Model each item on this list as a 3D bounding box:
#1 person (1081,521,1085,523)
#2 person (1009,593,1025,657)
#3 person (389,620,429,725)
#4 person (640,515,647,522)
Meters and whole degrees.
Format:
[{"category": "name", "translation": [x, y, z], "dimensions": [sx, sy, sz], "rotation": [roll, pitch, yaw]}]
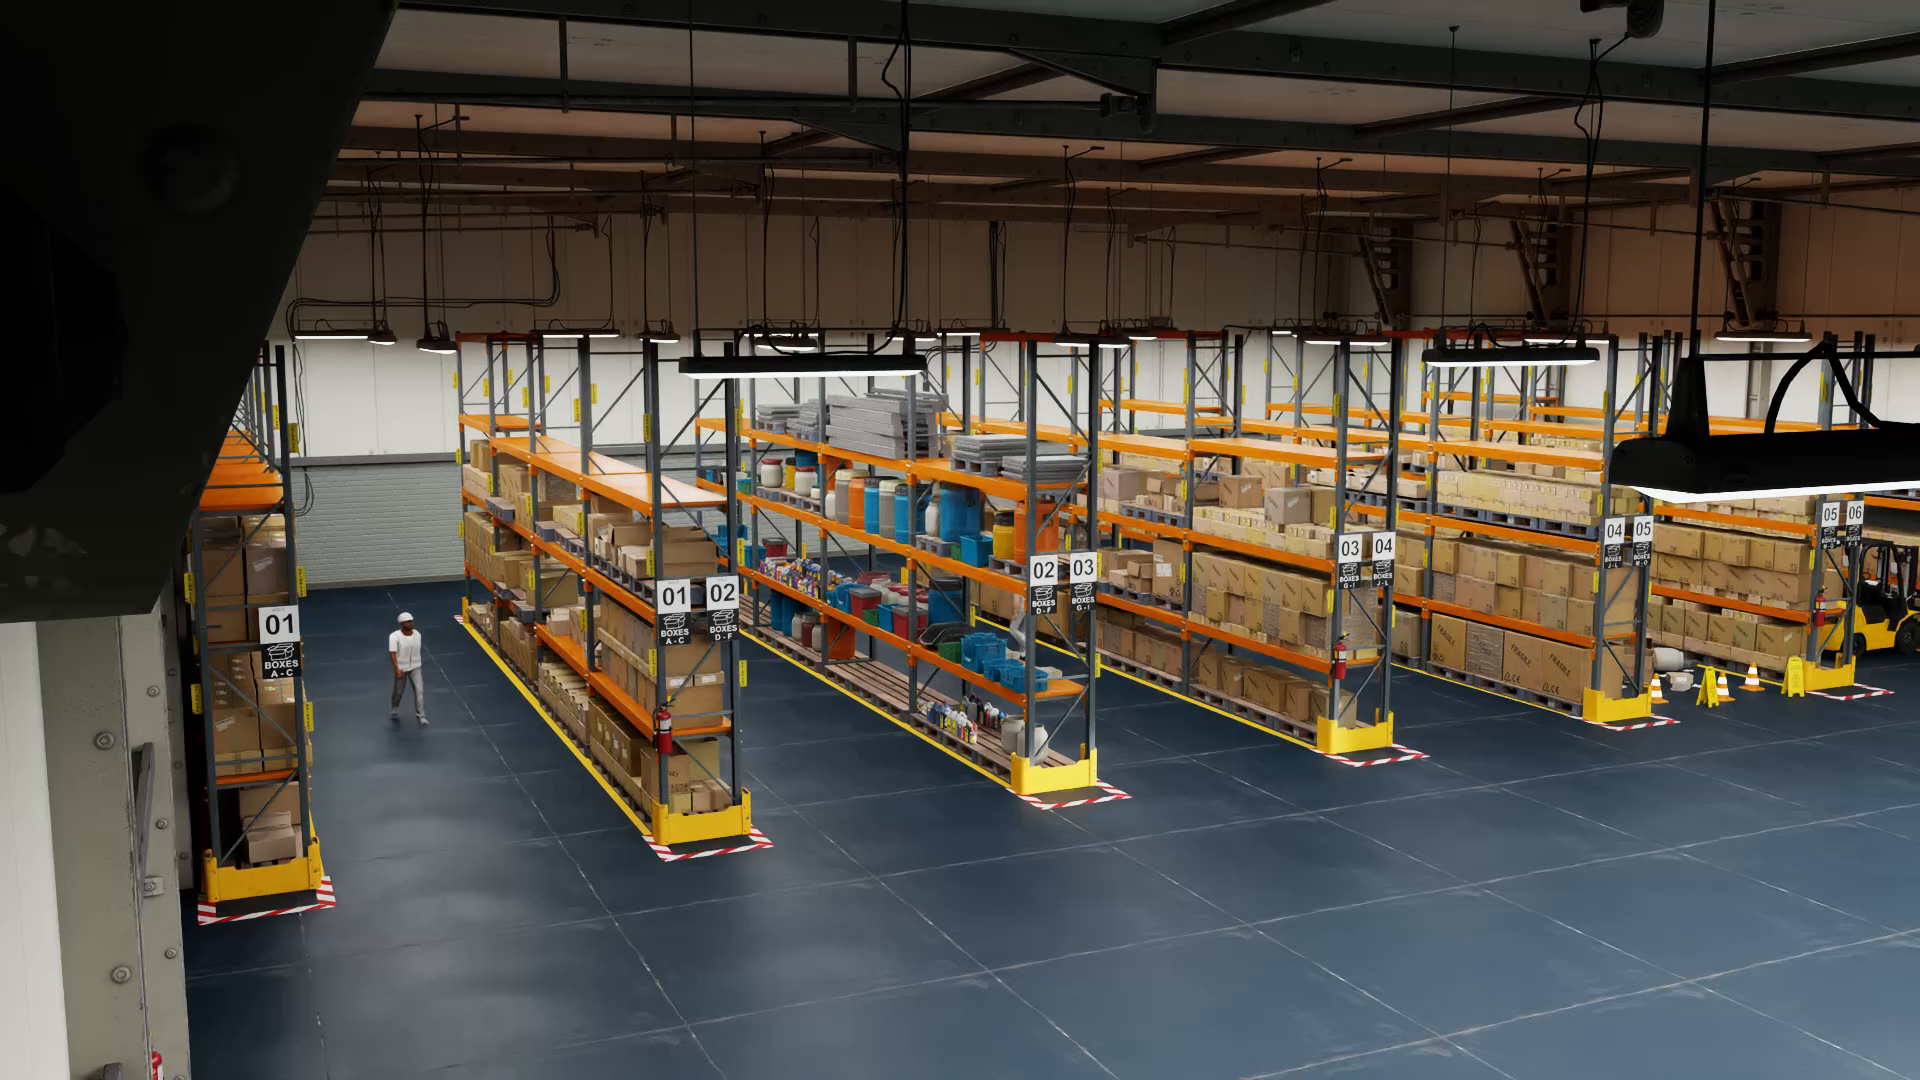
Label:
[{"category": "person", "translation": [2.784, 0.398, 37.938], "dimensions": [0.398, 1.678, 0.482], "rotation": [2, 8, 16]}, {"category": "person", "translation": [1.202, 1.355, 30.847], "dimensions": [0.501, 1.655, 0.470], "rotation": [4, 9, 28]}, {"category": "person", "translation": [-8.607, 2.048, 25.872], "dimensions": [0.532, 1.603, 1.036], "rotation": [-5, 9, -34]}, {"category": "person", "translation": [-7.354, 0.273, 38.496], "dimensions": [0.486, 1.719, 0.565], "rotation": [-2, 8, -16]}]
